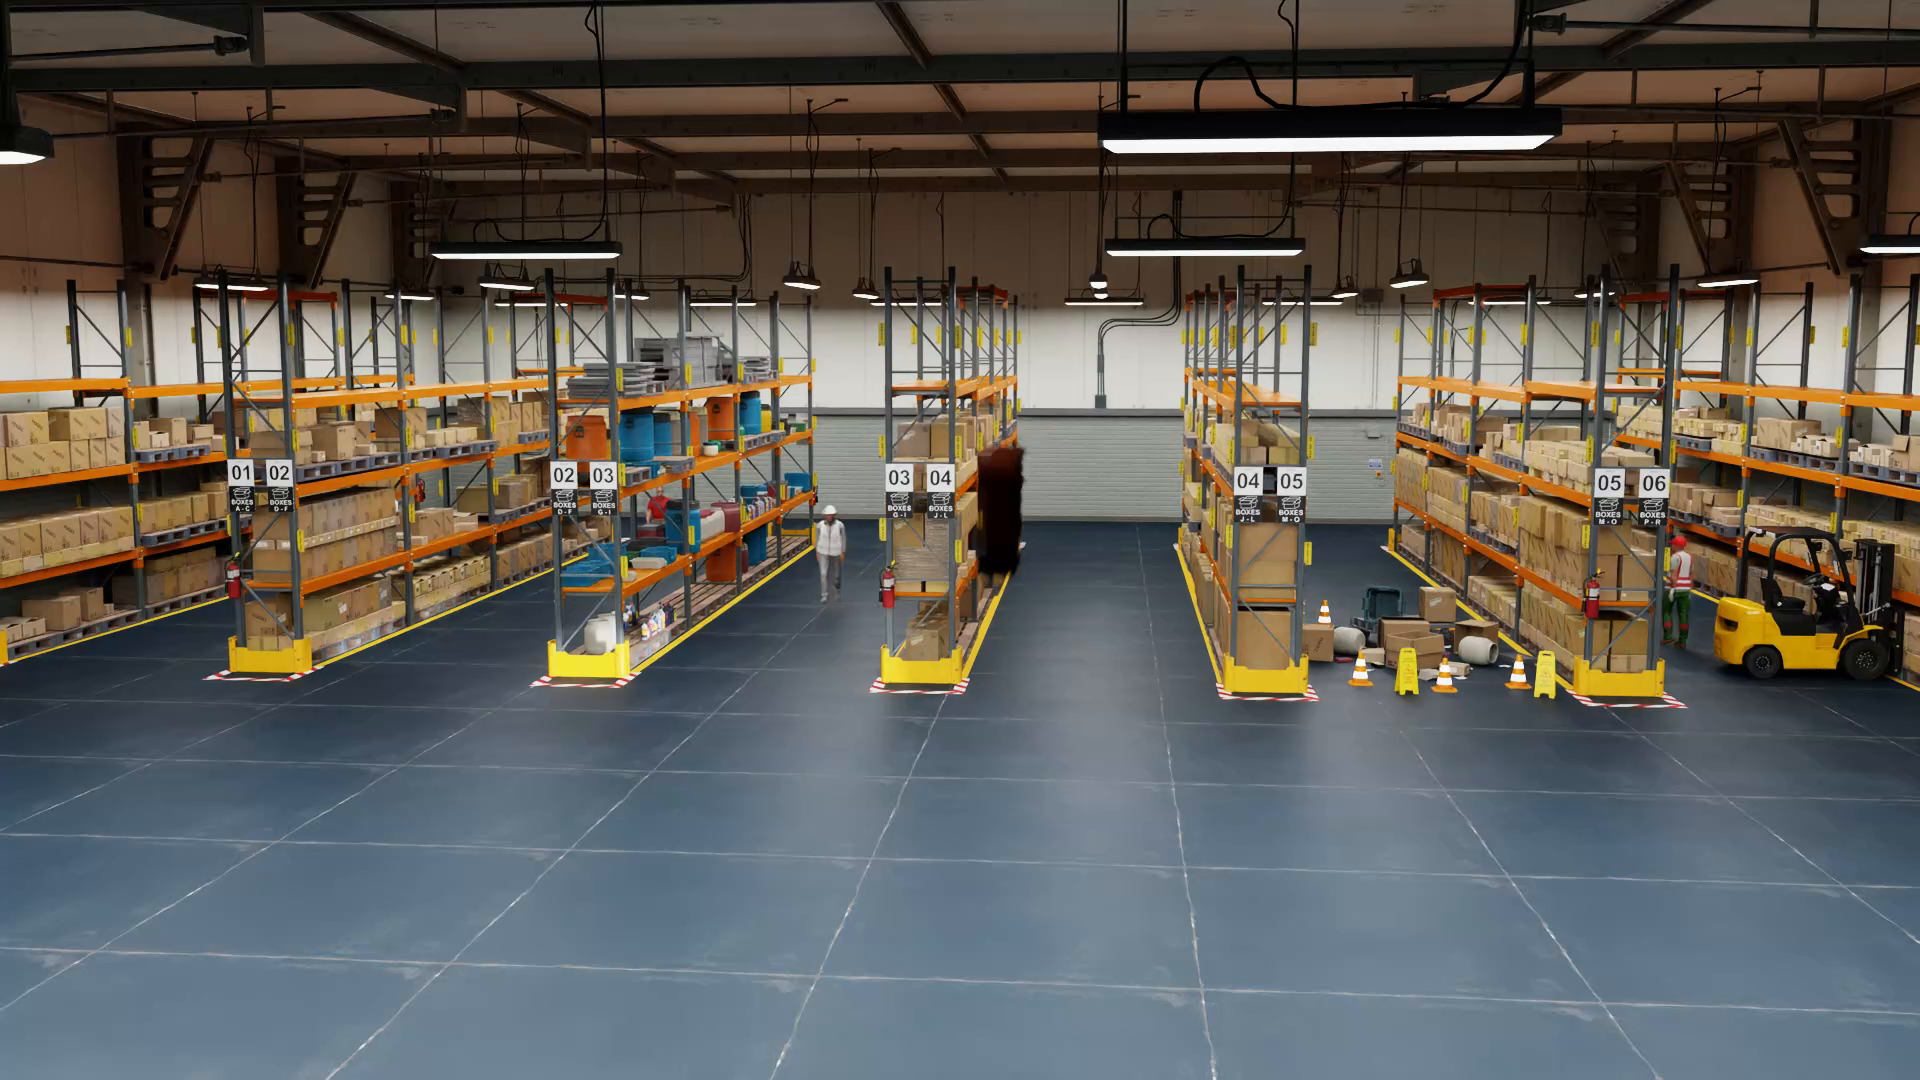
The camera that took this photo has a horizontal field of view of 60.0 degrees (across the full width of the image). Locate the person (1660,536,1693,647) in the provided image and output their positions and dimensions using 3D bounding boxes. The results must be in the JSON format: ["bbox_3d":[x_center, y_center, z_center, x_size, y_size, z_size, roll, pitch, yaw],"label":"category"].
[{"bbox_3d":[11.712,0.859,27.037,0.502,1.822,0.548,0,7,-1],"label":"person"}]

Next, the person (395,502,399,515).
[{"bbox_3d":[-12.786,-0.340,37.230,0.541,1.620,1.021,0,7,2],"label":"person"}]

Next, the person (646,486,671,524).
[{"bbox_3d":[-6.752,-0.378,37.304,0.540,1.657,1.077,1,7,7],"label":"person"}]

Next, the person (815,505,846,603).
[{"bbox_3d":[-2.320,0.242,29.847,0.551,1.778,0.888,0,7,2],"label":"person"}]
